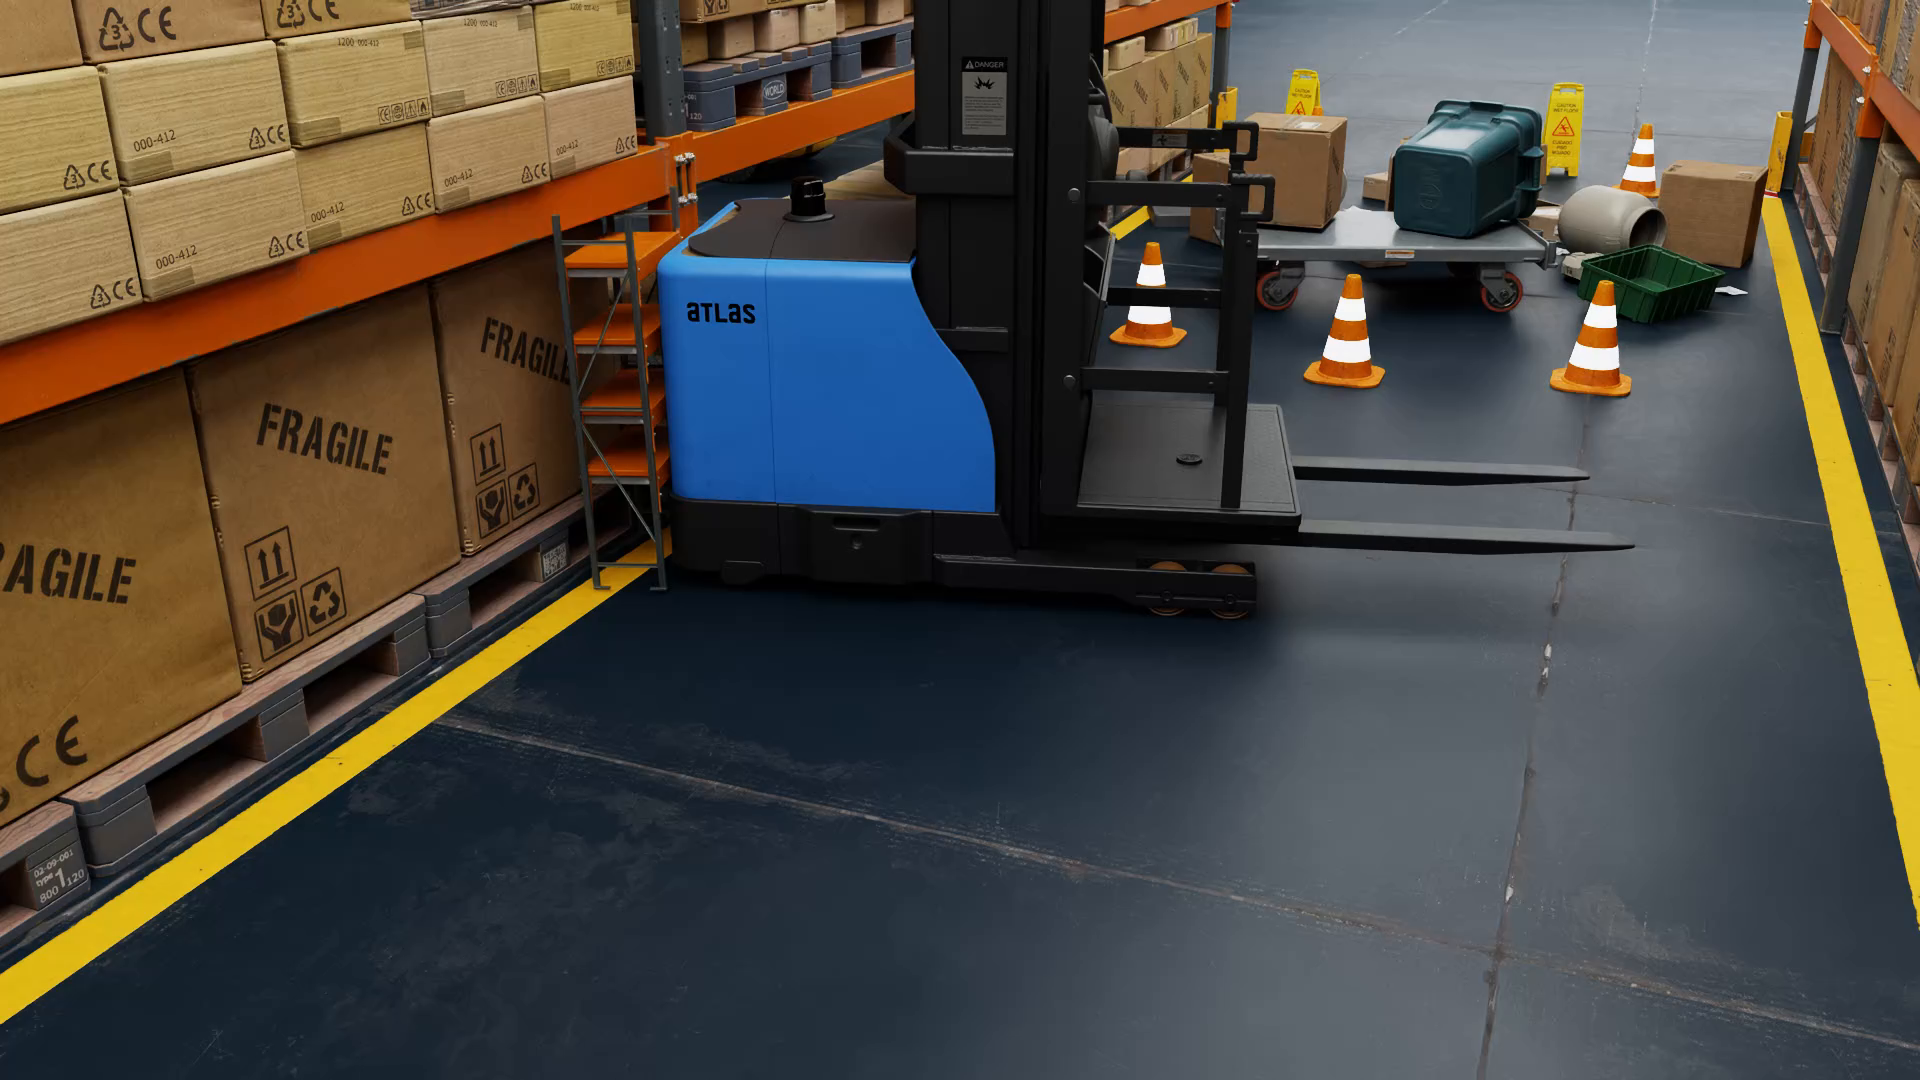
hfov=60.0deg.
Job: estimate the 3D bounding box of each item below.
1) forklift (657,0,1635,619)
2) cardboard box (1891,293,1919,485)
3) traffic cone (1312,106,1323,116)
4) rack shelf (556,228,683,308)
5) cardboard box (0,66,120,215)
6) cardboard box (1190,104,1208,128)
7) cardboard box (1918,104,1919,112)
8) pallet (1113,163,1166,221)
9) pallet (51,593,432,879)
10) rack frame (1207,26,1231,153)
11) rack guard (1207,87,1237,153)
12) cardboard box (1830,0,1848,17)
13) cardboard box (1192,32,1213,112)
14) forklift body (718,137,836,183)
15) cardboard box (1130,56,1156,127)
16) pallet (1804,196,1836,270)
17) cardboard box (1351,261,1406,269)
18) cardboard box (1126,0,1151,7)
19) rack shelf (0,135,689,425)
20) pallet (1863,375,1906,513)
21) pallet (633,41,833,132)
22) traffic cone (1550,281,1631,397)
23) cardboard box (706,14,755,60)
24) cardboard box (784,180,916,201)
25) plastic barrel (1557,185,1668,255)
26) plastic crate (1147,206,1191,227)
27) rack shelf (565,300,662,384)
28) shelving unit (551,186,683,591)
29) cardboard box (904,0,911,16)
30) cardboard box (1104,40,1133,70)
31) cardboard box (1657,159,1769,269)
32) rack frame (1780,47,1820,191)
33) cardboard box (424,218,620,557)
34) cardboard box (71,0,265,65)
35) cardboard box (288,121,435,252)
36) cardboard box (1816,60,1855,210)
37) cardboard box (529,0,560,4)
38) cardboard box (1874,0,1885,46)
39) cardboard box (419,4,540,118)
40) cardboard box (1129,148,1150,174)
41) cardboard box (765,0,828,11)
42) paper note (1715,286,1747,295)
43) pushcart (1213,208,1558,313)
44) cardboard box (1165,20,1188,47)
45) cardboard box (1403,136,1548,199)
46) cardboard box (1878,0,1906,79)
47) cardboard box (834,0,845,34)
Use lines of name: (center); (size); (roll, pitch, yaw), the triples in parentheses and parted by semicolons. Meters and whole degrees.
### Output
forklift: (0.619, -1.324, 5.117); (3.031, 2.935, 1.130); (3, 23, 6)
cardboard box: (3.859, -0.588, 5.641); (1.050, 0.750, 0.750); (9, 24, 21)
traffic cone: (2.604, -2.941, 12.189); (0.336, 0.463, 0.334); (9, 24, 20)
rack shelf: (-1.054, -0.855, 5.201); (0.258, 0.148, 0.480); (1, 22, 7)
cardboard box: (-2.087, -0.801, 3.323); (0.500, 0.250, 0.500); (9, 24, 21)
cardboard box: (1.507, -3.038, 12.155); (0.500, 0.250, 0.500); (9, 24, 20)
cardboard box: (3.705, -1.701, 5.801); (0.500, 0.500, 0.500); (9, 24, 21)
pallet: (0.748, -2.415, 11.258); (1.003, 0.211, 1.213); (9, 24, 20)
pallet: (-2.223, 0.406, 4.503); (1.003, 0.211, 1.213); (9, 24, 20)
rack frame: (1.566, -4.450, 12.511); (1.000, 3.000, 0.127); (9, 24, 20)
rack guard: (1.538, -3.269, 12.928); (1.175, 0.500, 0.348); (9, 24, 20)
cardboard box: (5.595, -3.325, 9.623); (0.875, 0.550, 0.550); (9, 24, 20)
cardboard box: (1.510, -3.397, 12.040); (0.500, 0.500, 0.500); (9, 24, 20)
forklift body: (-2.055, -3.828, 12.123); (2.313, 2.155, 1.214); (9, 24, 20)
cardboard box: (0.932, -2.840, 10.708); (0.500, 0.500, 0.500); (10, 25, 23)
pallet: (5.520, -1.758, 9.685); (1.003, 0.211, 1.213); (9, 24, 20)
cardboard box: (2.375, -1.741, 9.573); (0.258, 0.266, 0.396); (-7, 24, -17)
cardboard box: (0.979, -3.426, 10.385); (0.380, 0.149, 0.250); (9, 24, 20)
rack shelf: (-2.149, -0.539, 4.082); (1.077, 0.370, 4.000); (9, 24, 20)
pallet: (4.045, -0.334, 6.276); (1.003, 0.211, 1.213); (9, 24, 20)
pallet: (-1.240, -1.769, 6.341); (1.213, 0.211, 1.003); (9, 24, 20)
traffic cone: (2.813, -0.911, 7.332); (0.336, 0.463, 0.334); (9, 24, 20)
cardboard box: (-0.976, -1.851, 6.070); (0.380, 0.149, 0.250); (7, 24, 17)
cardboard box: (-0.376, -1.554, 8.442); (0.950, 0.372, 0.625); (10, 25, 23)
plastic barrel: (3.711, -1.783, 9.468); (0.421, 0.421, 0.512); (-12, 25, -26)
plastic crate: (1.425, -2.115, 10.711); (0.402, 0.080, 0.583); (1, 23, 2)
rack shelf: (-1.048, -0.635, 5.288); (0.258, 0.148, 0.480); (1, 22, 7)
shelving unit: (-1.044, -0.490, 5.345); (0.258, 1.200, 0.503); (1, 22, 7)
cardboard box: (-0.440, -2.430, 7.456); (0.380, 0.149, 0.250); (8, 24, 18)
cardboard box: (0.841, -2.981, 10.204); (0.380, 0.149, 0.250); (10, 25, 22)
cardboard box: (4.337, -1.896, 9.637); (0.500, 0.500, 0.500); (13, 26, 29)
rack frame: (6.199, -3.777, 10.901); (1.000, 3.000, 0.127); (9, 24, 20)
cardboard box: (-1.739, -0.565, 5.422); (0.875, 0.875, 0.875); (9, 24, 20)
cardboard box: (-1.923, -1.330, 3.616); (0.500, 0.500, 0.500); (8, 24, 19)
cardboard box: (-1.730, -0.937, 4.295); (0.500, 0.250, 0.500); (9, 24, 20)
cardboard box: (5.684, -2.423, 9.871); (0.875, 0.875, 0.875); (8, 24, 19)
cardboard box: (-1.355, -1.872, 4.913); (0.500, 0.500, 0.500); (8, 24, 19)
cardboard box: (4.839, -2.549, 7.765); (0.875, 0.550, 0.550); (9, 24, 20)
cardboard box: (-1.537, -1.355, 4.647); (0.500, 0.250, 0.500); (8, 24, 19)
cardboard box: (0.932, -2.499, 10.863); (0.500, 0.250, 0.500); (8, 24, 19)
cardboard box: (-0.837, -2.279, 6.255); (0.500, 0.500, 0.500); (10, 25, 23)
paper note: (4.122, -1.346, 8.933); (0.147, 0.020, 0.142); (-7, 24, -17)
pushcart: (2.216, -1.500, 8.851); (1.648, 0.377, 0.936); (1, 23, 2)
cardboard box: (1.340, -3.465, 11.363); (0.380, 0.149, 0.250); (9, 24, 21)
cardboard box: (3.264, -2.307, 10.620); (0.797, 0.503, 0.637); (-7, 24, -17)
cardboard box: (4.268, -2.242, 7.096); (0.500, 0.500, 0.500); (9, 24, 21)
cardboard box: (-0.693, -2.135, 6.750); (0.380, 0.149, 0.250); (10, 25, 23)
